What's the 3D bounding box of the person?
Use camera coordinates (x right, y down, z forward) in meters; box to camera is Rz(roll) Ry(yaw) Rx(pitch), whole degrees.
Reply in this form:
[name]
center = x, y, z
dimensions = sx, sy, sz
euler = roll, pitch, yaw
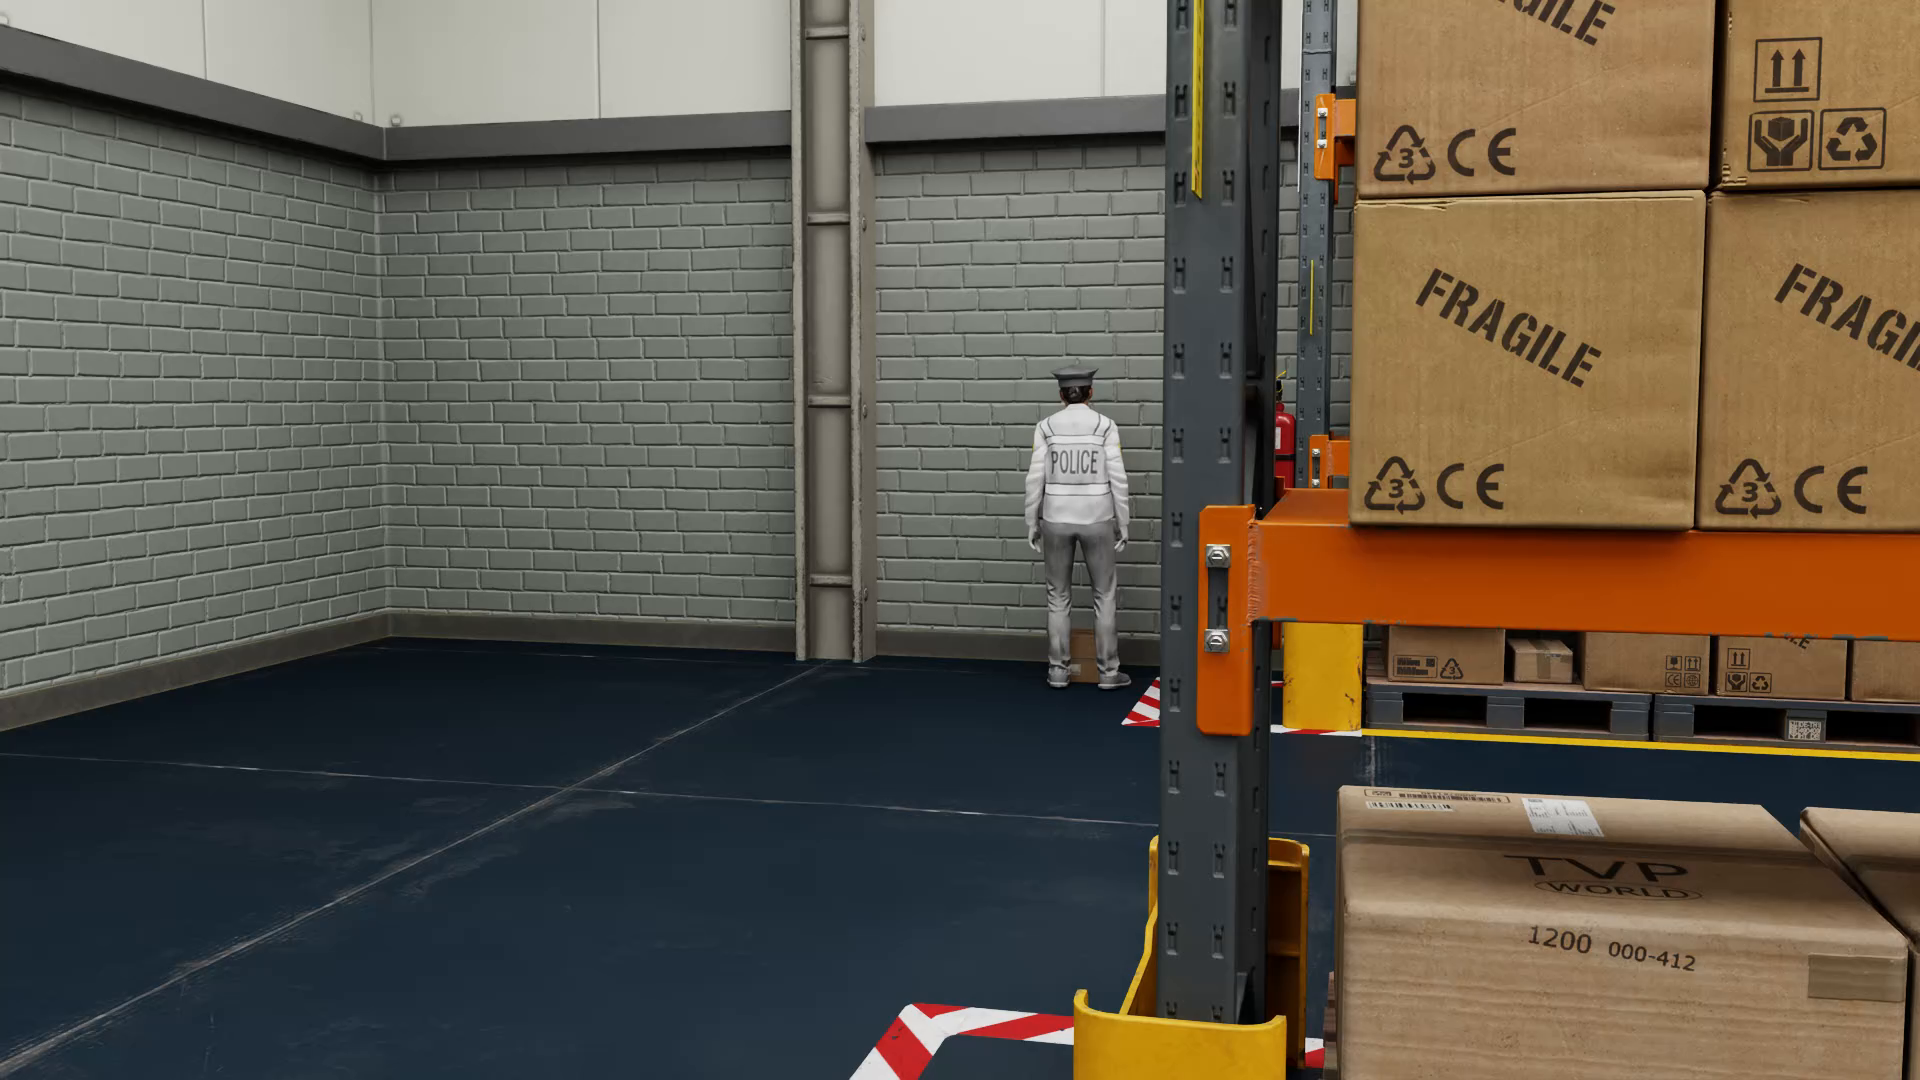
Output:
[person]
center = 0.605, -0.070, 8.543
dimensions = 0.547, 1.666, 0.370
euler = 1, 5, 10
